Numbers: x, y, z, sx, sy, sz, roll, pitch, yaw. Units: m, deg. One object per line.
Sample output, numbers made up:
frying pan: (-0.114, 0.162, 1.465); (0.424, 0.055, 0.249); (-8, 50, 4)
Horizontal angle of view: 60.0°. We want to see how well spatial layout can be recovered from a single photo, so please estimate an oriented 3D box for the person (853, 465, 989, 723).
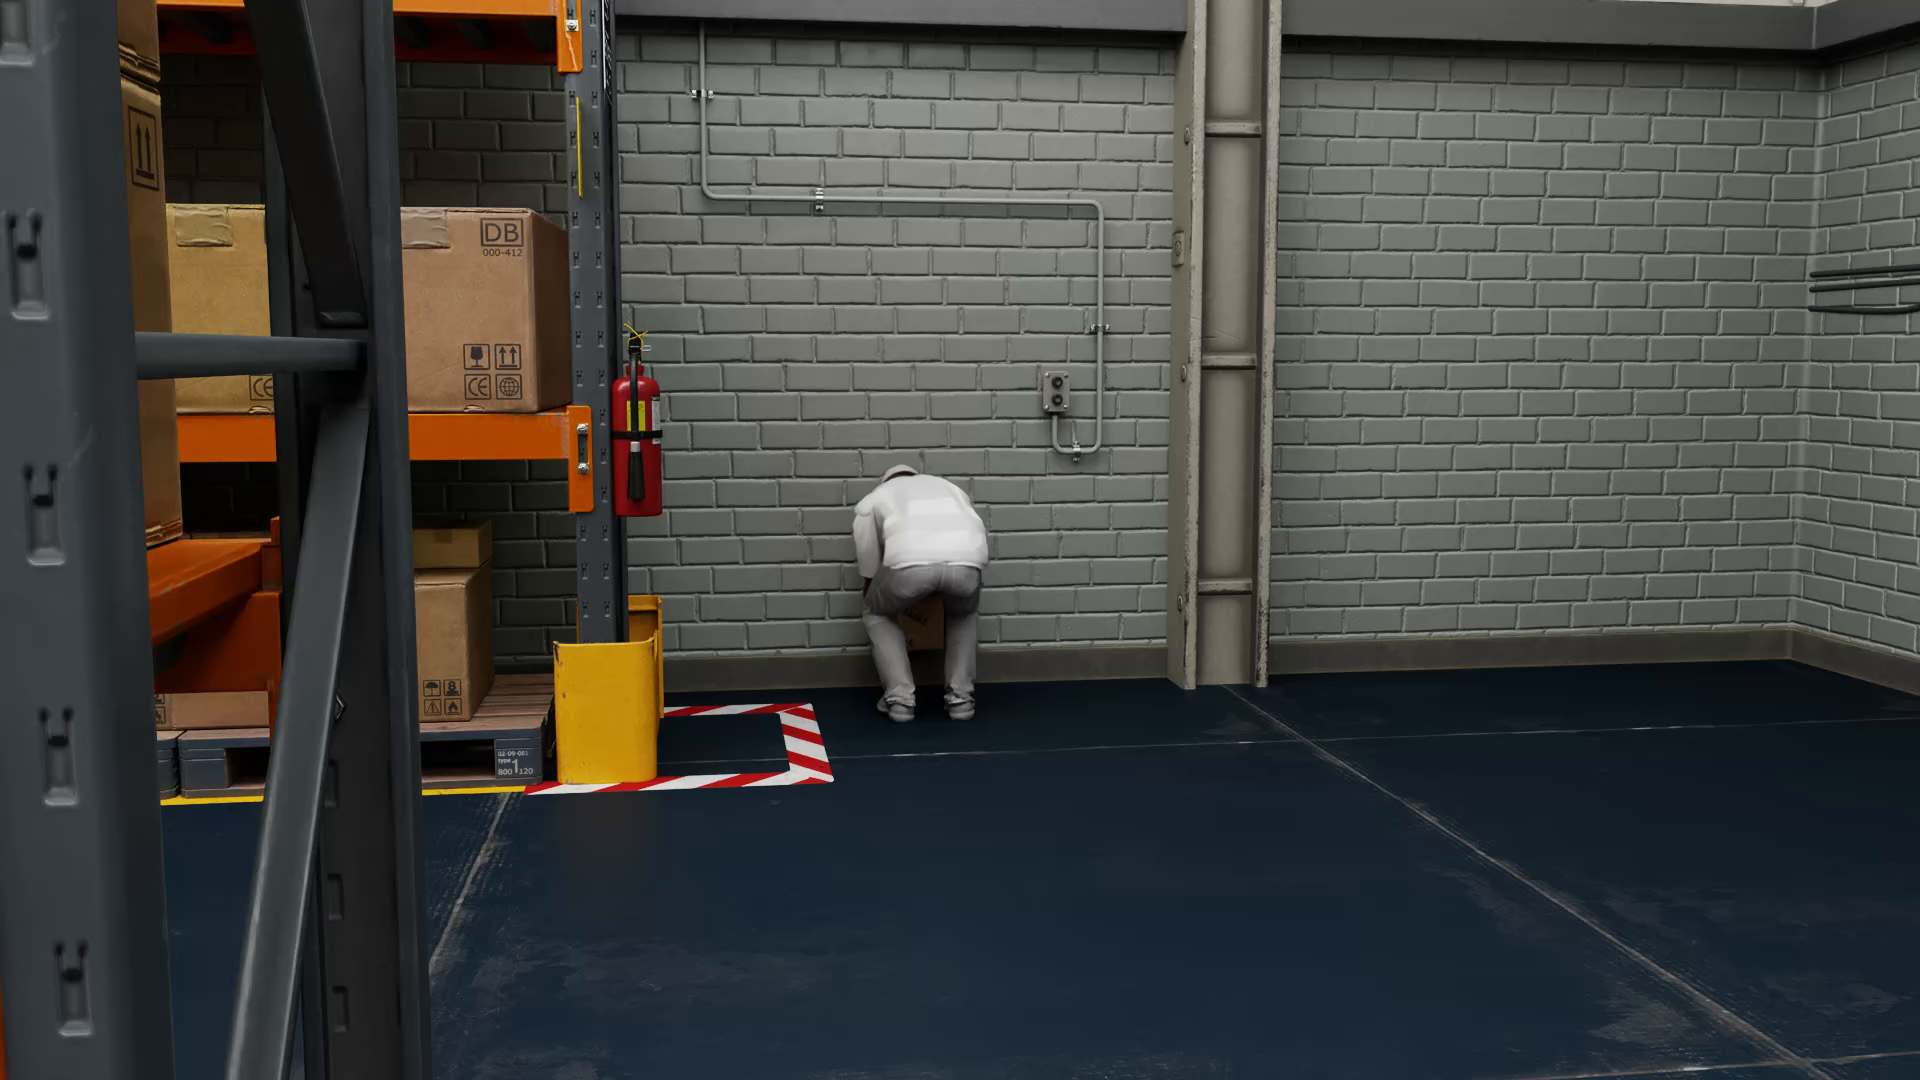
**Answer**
person: (-0.178, 0.211, 7.079); (0.525, 1.017, 0.959); (-1, 7, -11)
